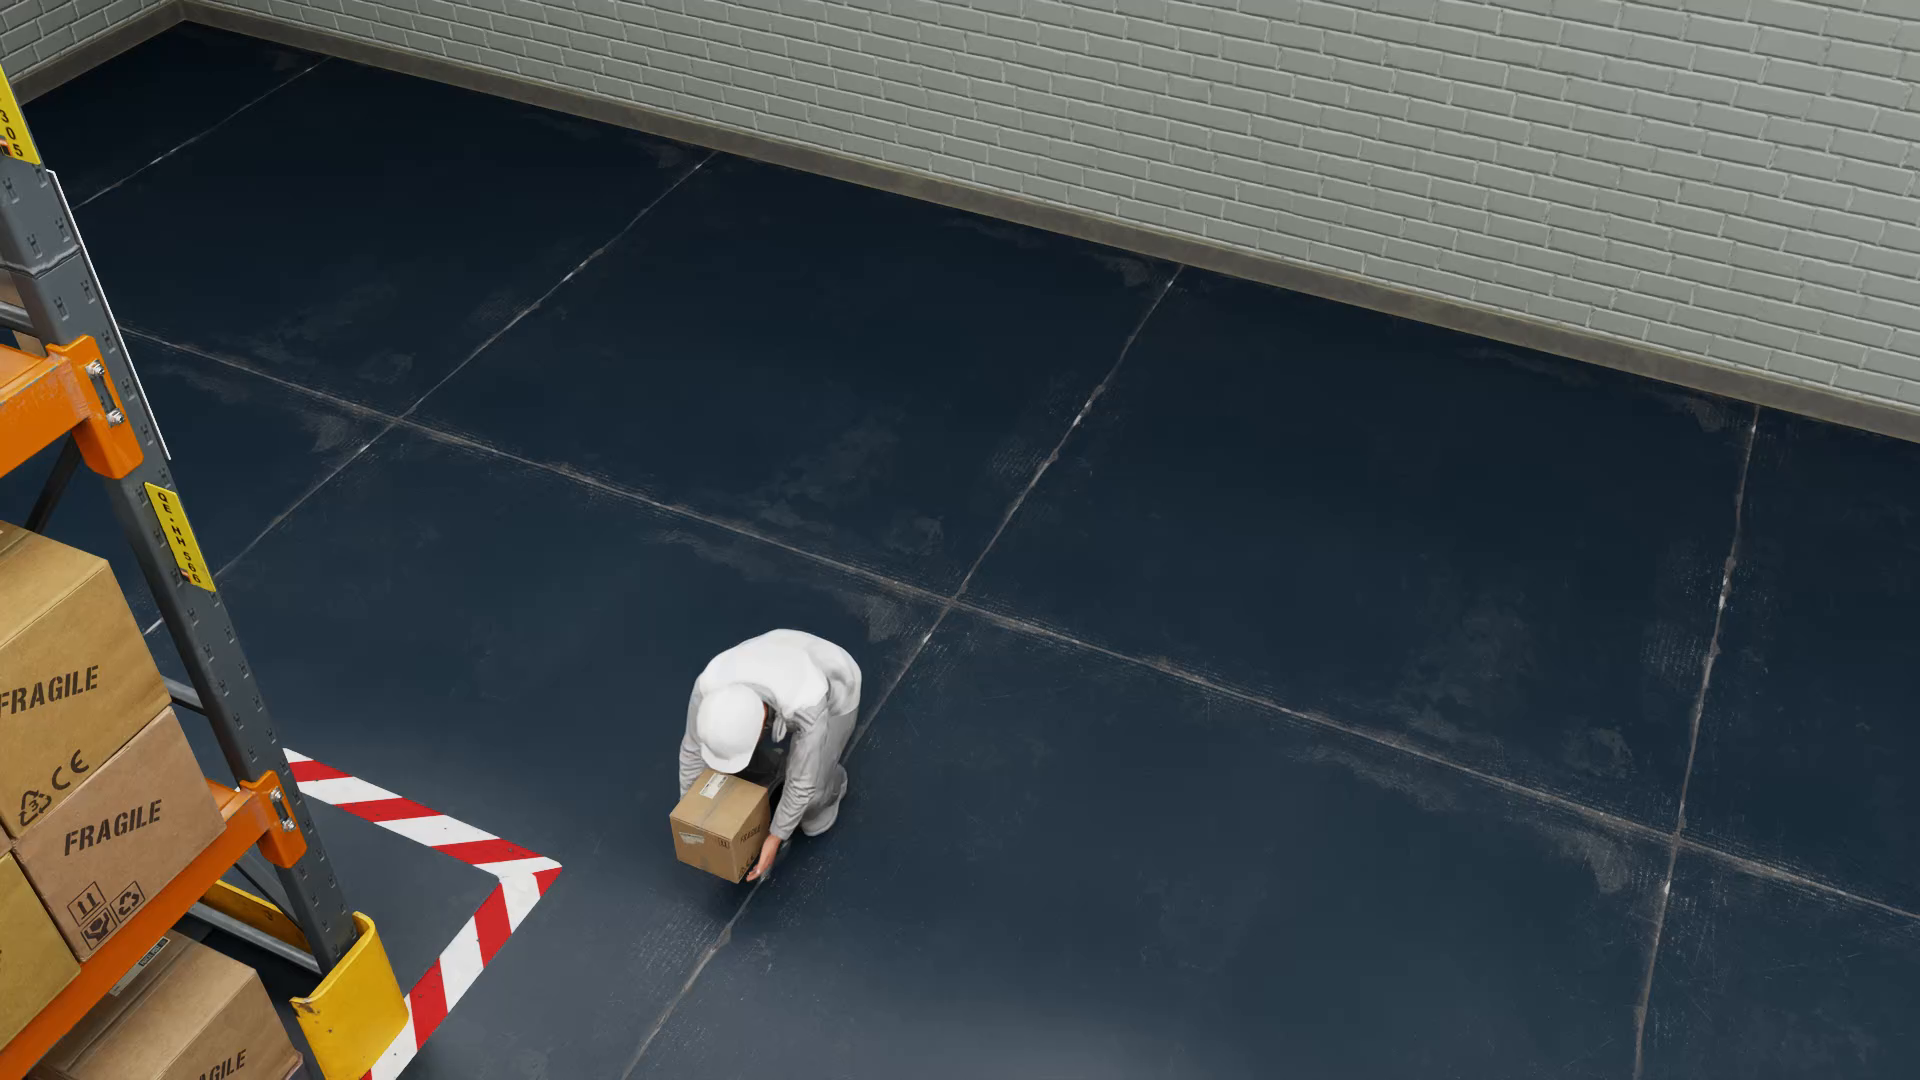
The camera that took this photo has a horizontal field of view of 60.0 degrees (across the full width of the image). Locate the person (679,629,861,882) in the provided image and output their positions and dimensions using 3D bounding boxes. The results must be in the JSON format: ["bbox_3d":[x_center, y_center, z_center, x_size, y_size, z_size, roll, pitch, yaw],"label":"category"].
[{"bbox_3d":[-0.666,0.682,5.951,0.532,1.013,0.862,17,45,18],"label":"person"}]
